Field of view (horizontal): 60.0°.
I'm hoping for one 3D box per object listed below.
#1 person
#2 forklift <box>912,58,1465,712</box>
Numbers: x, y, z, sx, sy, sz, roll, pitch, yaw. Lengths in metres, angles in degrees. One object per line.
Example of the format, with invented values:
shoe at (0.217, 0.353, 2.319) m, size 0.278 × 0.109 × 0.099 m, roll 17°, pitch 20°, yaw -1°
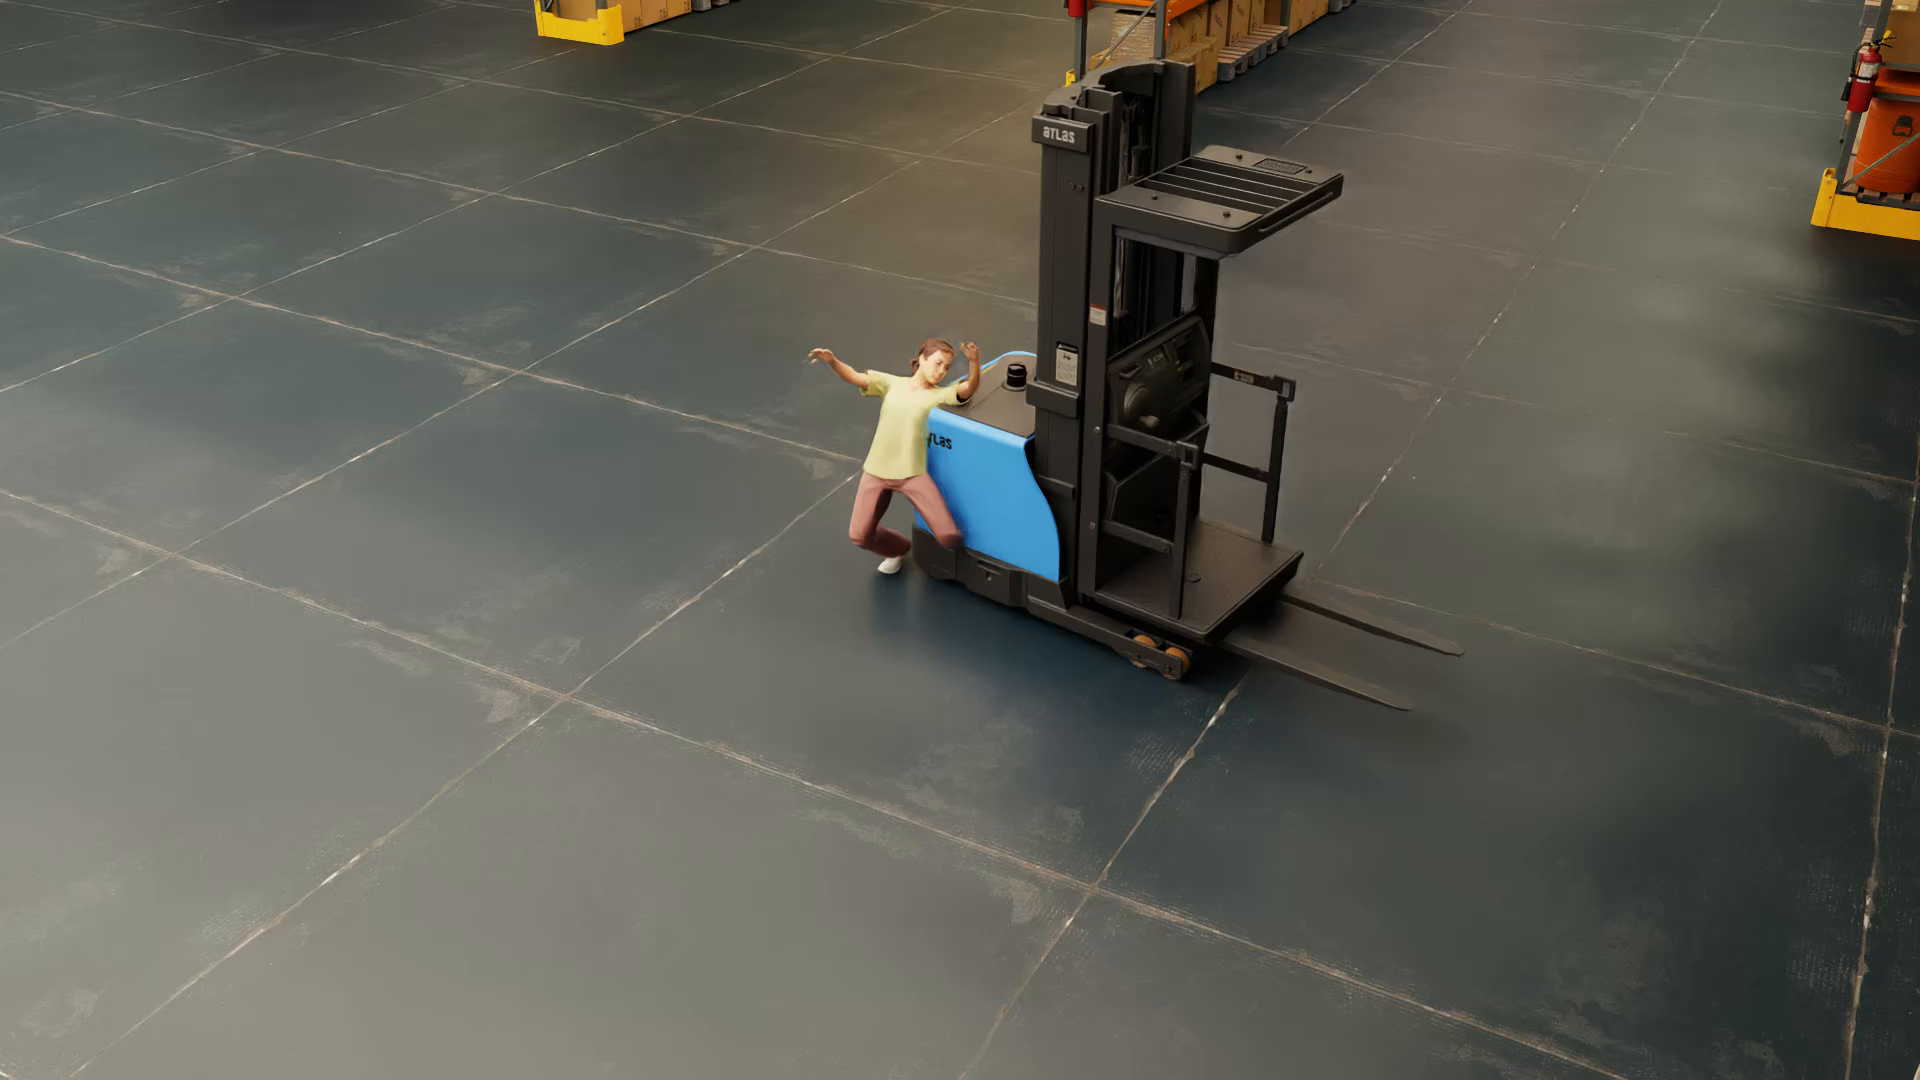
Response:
person at (-0.311, -0.490, 9.282) m, size 0.900 × 1.546 × 0.692 m, roll 8°, pitch 31°, yaw 13°
forklift at (1.202, -0.836, 8.519) m, size 3.031 × 2.935 × 1.130 m, roll 21°, pitch 36°, yaw 32°
